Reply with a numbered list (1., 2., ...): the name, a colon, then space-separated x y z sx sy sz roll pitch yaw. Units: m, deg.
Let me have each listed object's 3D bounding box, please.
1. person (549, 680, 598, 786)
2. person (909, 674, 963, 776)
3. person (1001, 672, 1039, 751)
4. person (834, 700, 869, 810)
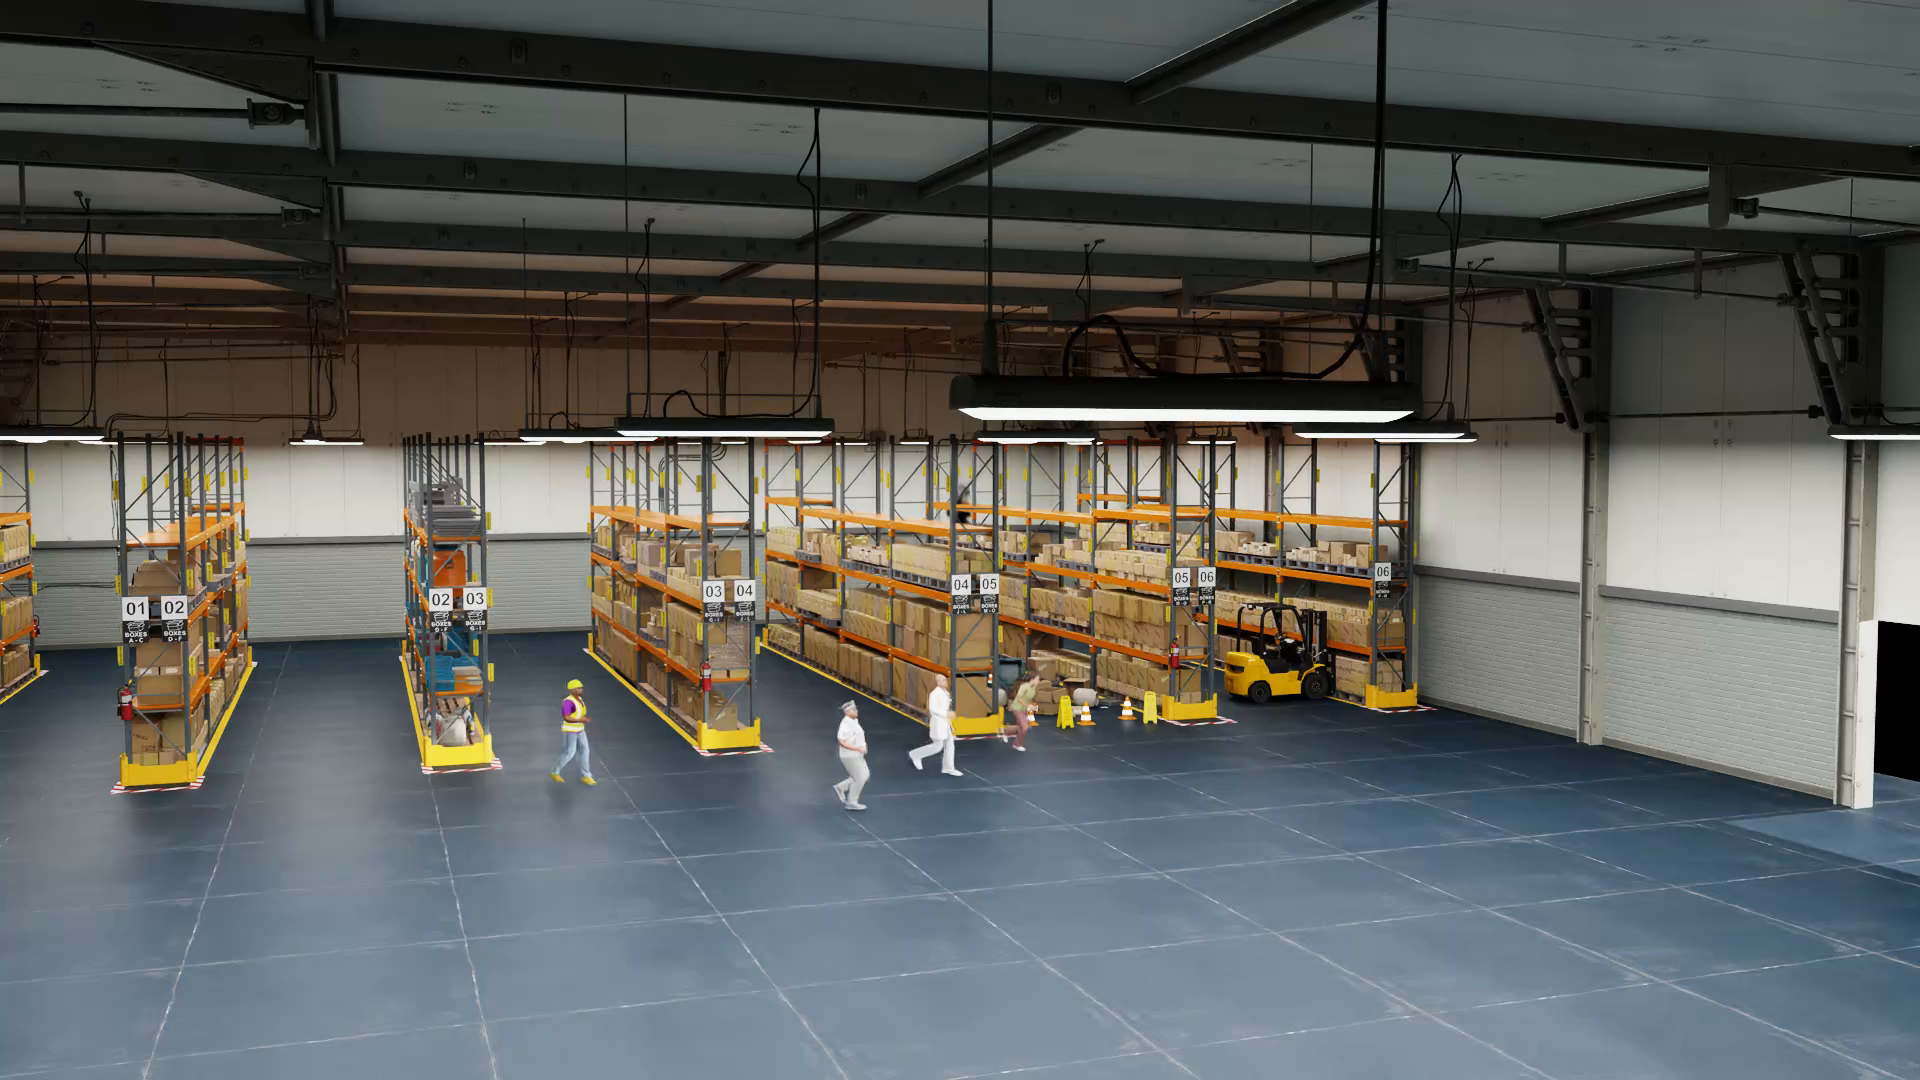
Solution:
1. person: -6.563 3.274 28.205 0.831 1.818 0.723 1 3 11
2. person: -0.404 3.236 29.157 0.934 1.781 0.718 1 3 17
3. person: 1.153 3.234 31.519 0.827 1.524 0.580 2 4 33
4. person: -1.707 3.392 26.313 0.603 1.731 0.660 1 3 12
